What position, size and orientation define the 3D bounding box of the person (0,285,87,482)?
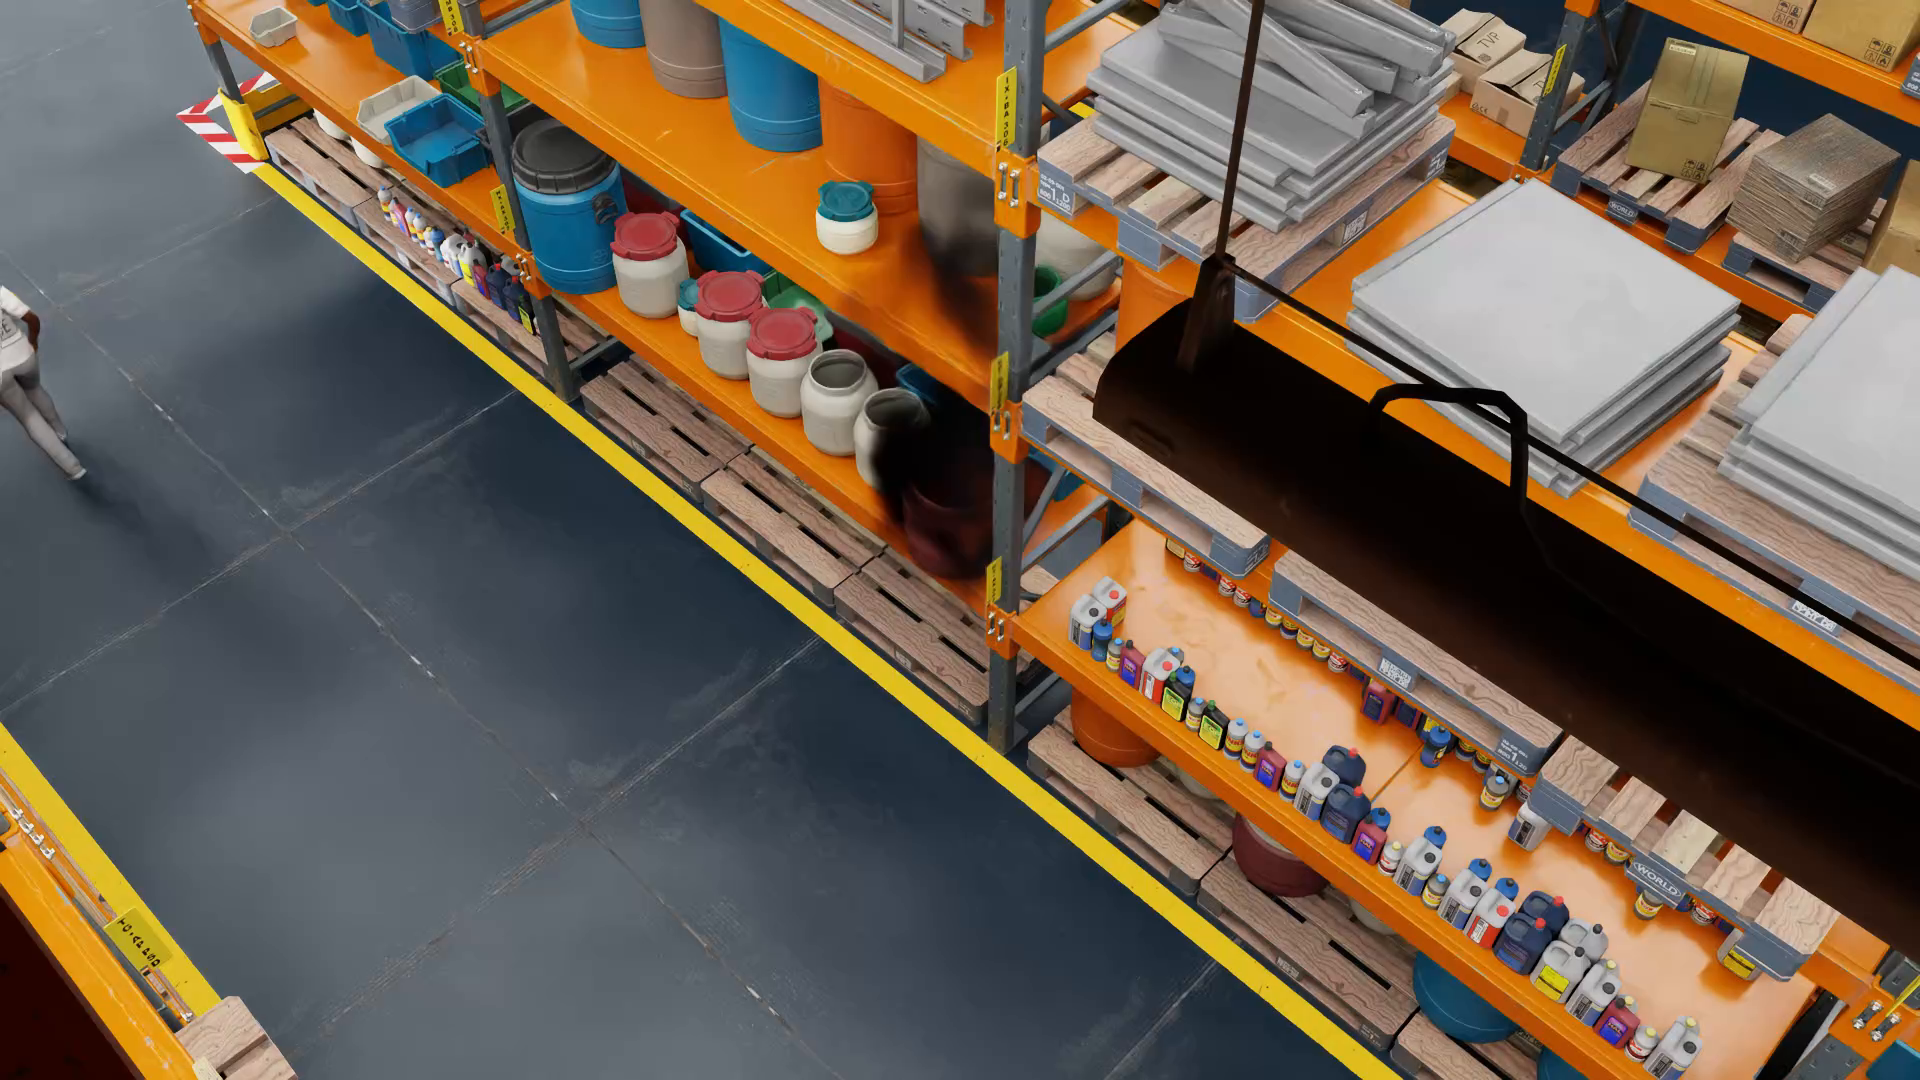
[{"bbox_3d":[-5.813,-1.030,10.150,0.794,1.736,0.575,35,58,26],"label":"person"}]
